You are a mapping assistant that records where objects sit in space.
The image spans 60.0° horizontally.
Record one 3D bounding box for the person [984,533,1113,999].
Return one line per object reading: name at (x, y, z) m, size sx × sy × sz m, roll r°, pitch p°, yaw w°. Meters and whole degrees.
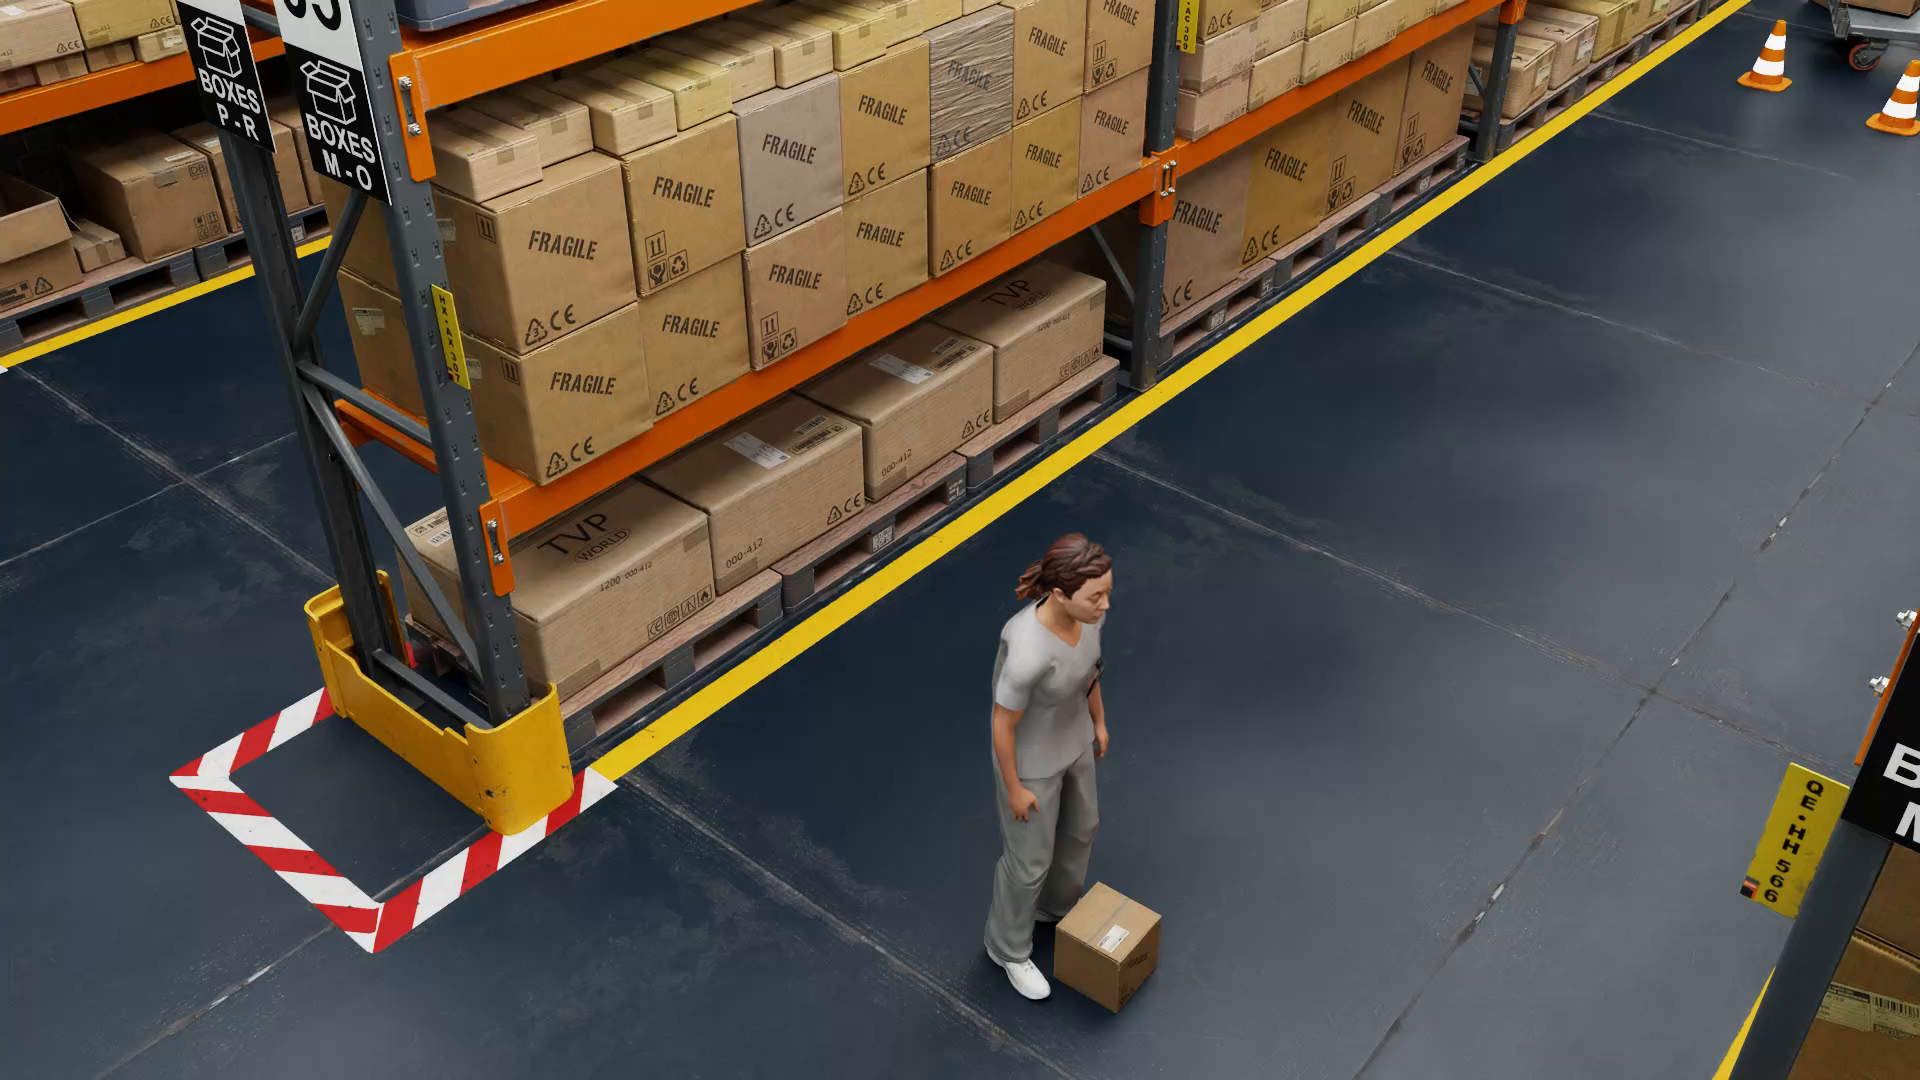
person at (0.286, 0.674, 5.189) m, size 0.355 × 1.673 × 0.488 m, roll 26°, pitch 43°, yaw 32°
